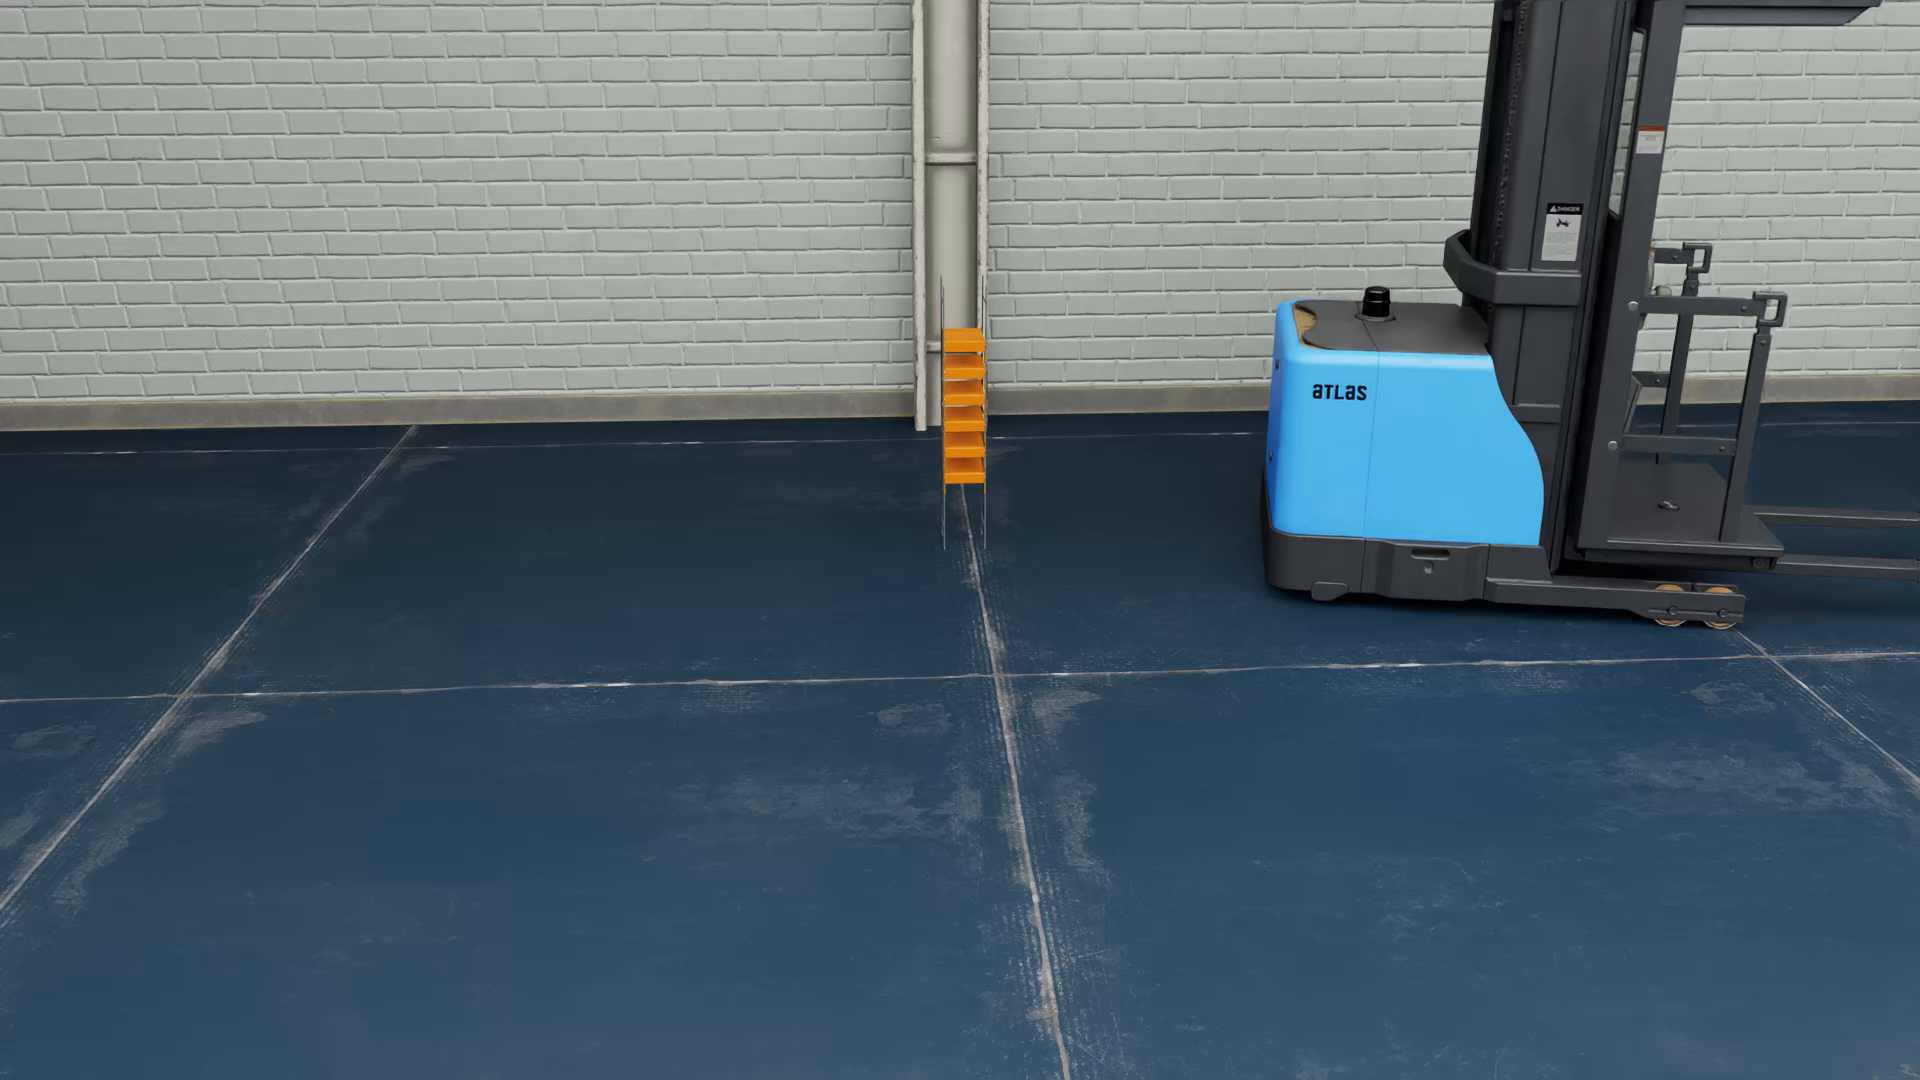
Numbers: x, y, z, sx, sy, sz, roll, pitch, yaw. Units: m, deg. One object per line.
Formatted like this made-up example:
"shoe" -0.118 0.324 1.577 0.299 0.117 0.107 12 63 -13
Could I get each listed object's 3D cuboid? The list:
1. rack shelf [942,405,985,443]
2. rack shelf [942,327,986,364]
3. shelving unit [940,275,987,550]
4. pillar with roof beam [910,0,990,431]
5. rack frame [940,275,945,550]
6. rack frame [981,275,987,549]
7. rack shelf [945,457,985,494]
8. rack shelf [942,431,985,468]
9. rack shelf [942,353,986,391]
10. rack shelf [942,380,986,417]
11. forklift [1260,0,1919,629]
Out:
"rack shelf" 0.014 -0.520 7.424 0.180 0.103 0.258 -1 21 -3
"rack shelf" 0.014 -0.856 7.296 0.180 0.103 0.258 -1 21 -3
"shelving unit" 0.014 -0.561 7.408 0.189 1.200 0.258 -1 21 -3
"pillar with roof beam" 0.191 -3.342 3.751 0.400 9.000 9.100 -1 21 -3
"rack frame" -0.077 -0.559 7.403 0.006 1.200 0.240 -1 21 -3
"rack frame" 0.106 -0.563 7.413 0.006 1.200 0.240 -1 21 -3
"rack shelf" 0.014 -0.295 7.509 0.180 0.103 0.258 -1 21 -3
"rack shelf" 0.014 -0.407 7.467 0.180 0.103 0.258 -1 21 -3
"rack shelf" 0.014 -0.744 7.339 0.180 0.103 0.258 -1 21 -3
"rack shelf" 0.014 -0.632 7.381 0.180 0.103 0.258 -1 21 -3
"forklift" 2.843 -1.213 6.689 3.031 2.935 1.130 3 21 7
